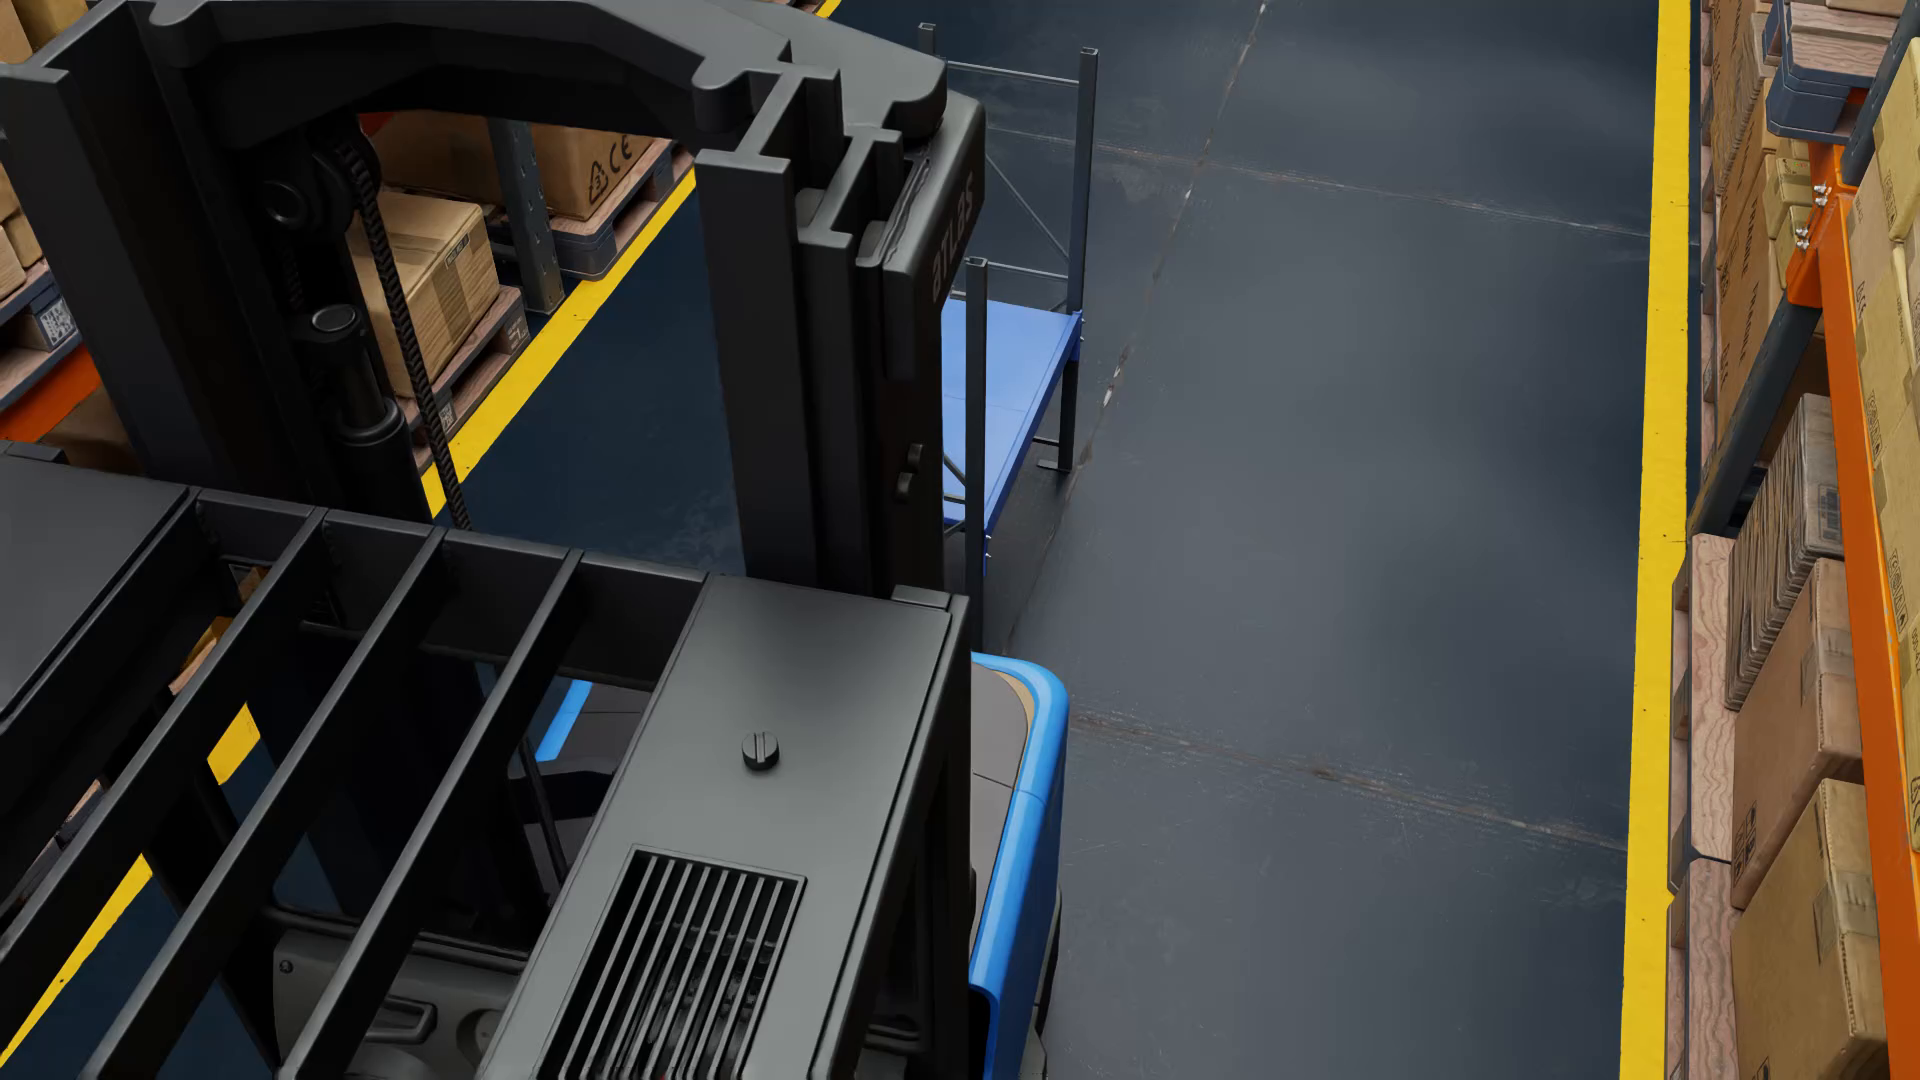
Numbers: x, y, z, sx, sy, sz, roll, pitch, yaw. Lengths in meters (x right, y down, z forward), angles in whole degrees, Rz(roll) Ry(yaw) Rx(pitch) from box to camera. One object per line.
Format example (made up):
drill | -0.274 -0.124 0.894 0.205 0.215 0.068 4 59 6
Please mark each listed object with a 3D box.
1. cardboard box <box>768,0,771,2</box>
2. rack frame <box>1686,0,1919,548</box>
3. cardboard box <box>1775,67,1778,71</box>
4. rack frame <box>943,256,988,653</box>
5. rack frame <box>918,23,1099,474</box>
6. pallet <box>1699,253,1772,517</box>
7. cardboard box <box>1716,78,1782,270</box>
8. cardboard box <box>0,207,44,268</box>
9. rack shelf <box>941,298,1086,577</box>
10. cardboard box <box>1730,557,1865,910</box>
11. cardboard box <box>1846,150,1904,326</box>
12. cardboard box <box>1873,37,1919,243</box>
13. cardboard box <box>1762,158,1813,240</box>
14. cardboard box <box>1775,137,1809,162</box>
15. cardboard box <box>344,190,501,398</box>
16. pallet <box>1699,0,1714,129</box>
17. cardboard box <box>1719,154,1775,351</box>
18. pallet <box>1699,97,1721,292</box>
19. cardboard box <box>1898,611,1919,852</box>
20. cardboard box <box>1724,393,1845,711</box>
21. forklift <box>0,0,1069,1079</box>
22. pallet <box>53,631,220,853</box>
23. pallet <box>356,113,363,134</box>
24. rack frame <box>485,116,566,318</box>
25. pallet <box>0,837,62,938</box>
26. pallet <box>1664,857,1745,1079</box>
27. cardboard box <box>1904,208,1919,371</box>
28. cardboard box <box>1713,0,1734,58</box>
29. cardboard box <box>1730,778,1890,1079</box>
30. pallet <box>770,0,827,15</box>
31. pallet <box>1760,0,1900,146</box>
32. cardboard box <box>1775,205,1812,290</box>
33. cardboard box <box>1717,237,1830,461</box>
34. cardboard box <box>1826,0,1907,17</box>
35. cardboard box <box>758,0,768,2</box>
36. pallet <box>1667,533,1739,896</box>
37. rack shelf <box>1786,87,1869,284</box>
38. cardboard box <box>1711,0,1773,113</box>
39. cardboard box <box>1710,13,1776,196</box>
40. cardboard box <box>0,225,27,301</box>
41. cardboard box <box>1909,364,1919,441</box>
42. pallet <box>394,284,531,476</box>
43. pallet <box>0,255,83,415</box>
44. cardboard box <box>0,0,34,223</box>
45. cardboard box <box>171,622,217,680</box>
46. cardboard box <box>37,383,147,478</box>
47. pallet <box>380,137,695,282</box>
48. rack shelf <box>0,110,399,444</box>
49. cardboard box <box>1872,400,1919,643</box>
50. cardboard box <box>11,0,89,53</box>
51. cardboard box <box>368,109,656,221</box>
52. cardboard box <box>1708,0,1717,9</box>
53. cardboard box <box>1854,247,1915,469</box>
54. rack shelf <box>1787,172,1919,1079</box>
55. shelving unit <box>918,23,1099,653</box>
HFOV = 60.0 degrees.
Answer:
cardboard box | -1.122 -3.055 7.446 0.875 0.875 0.875 14 46 14
rack frame | 2.776 -0.983 4.110 1.000 3.000 0.127 13 46 13
cardboard box | 3.113 -1.732 5.899 0.380 0.149 0.250 11 45 11
rack frame | -0.180 -0.140 4.321 0.500 1.500 0.032 13 46 13
rack frame | 0.128 -0.818 5.014 0.500 1.500 0.032 13 46 13
pallet | 3.038 -0.476 5.585 1.003 0.211 1.213 13 46 13
cardboard box | 3.017 -1.248 5.867 0.500 0.500 0.500 14 46 14
cardboard box | -2.224 -0.774 3.776 0.380 0.149 0.250 11 45 11
rack shelf | -0.026 -0.351 4.793 0.538 0.185 1.000 13 46 13
cardboard box | 2.384 0.566 3.925 0.875 0.625 0.625 14 46 14
cardboard box | 2.409 -0.685 3.913 0.500 0.250 0.500 13 46 13
cardboard box | 2.385 -0.869 3.743 0.500 0.250 0.500 12 46 12
cardboard box | 2.738 -1.043 5.194 0.380 0.149 0.250 10 45 10
cardboard box | 2.859 -1.209 5.364 0.380 0.149 0.250 11 45 11
cardboard box | -2.136 -0.868 5.571 0.950 0.372 0.625 10 45 10
pallet | 3.777 -2.102 7.248 1.003 0.211 1.213 13 46 13
cardboard box | 2.861 -0.898 5.510 0.500 0.500 0.500 12 46 12
pallet | 3.410 -1.286 6.414 1.003 0.211 1.213 13 46 13
cardboard box | 1.944 0.339 2.866 0.500 0.250 0.500 14 46 14
cardboard box | 2.574 0.129 4.372 0.875 0.625 0.625 14 46 14
forklift | -0.583 0.915 2.220 1.130 2.935 3.031 9 45 9
pallet | -2.565 0.296 4.797 1.003 0.211 1.213 13 46 13
pallet | -2.070 -1.466 4.740 1.213 0.211 1.003 13 46 13
rack frame | -1.956 -2.032 5.182 1.000 3.000 0.127 13 46 13
pallet | -2.933 1.112 3.963 1.003 0.211 1.213 13 46 13
pallet | 2.118 1.365 3.704 1.003 0.211 1.213 13 46 13
cardboard box | 2.256 -0.531 3.397 0.500 0.250 0.500 14 46 14
cardboard box | 3.475 -2.274 6.916 0.500 0.500 0.500 12 46 12
cardboard box | 2.180 1.015 3.466 0.875 0.625 0.625 11 45 11
pallet | -1.274 -2.355 7.506 1.003 0.211 1.213 13 46 13
pallet | 2.915 -1.381 4.654 1.213 0.211 1.003 13 46 13
cardboard box | 2.684 -0.854 5.002 0.380 0.149 0.250 10 45 11
cardboard box | 2.699 -0.567 5.172 0.500 0.500 0.500 14 46 14
cardboard box | 2.609 -1.562 4.581 0.380 0.149 0.250 13 46 13
cardboard box | -1.393 -2.459 6.837 0.875 0.875 0.875 13 46 13
pallet | 2.490 0.554 4.533 1.003 0.211 1.213 13 46 13
rack shelf | 3.382 -2.059 5.724 1.077 0.370 4.000 13 46 13
cardboard box | 3.319 -1.942 6.577 0.500 0.500 0.500 11 45 11
cardboard box | 3.156 -1.598 6.225 0.500 0.500 0.500 11 45 11
cardboard box | -2.277 -0.590 3.588 0.380 0.149 0.250 14 46 14
cardboard box | 2.081 -0.185 3.045 0.500 0.250 0.500 11 46 11
pallet | -2.194 -0.515 5.625 1.003 0.211 1.213 13 46 13
pallet | -2.516 -0.635 3.891 1.003 0.211 1.213 13 46 13
cardboard box | -2.292 -0.915 3.456 0.500 0.500 0.500 11 45 11
cardboard box | -2.587 0.130 4.551 0.950 0.372 0.625 14 46 14
cardboard box | -2.352 -0.375 5.067 0.950 0.372 0.625 12 46 12
pallet | -1.645 -1.545 6.678 1.003 0.211 1.213 13 46 13
rack shelf | -2.561 -0.442 4.071 1.077 0.370 4.000 13 46 13
cardboard box | 2.103 -0.006 3.219 0.500 0.250 0.500 11 45 11
cardboard box | -2.126 -1.278 3.827 0.500 0.500 0.500 10 45 10
cardboard box | -1.667 -1.865 6.230 0.875 0.875 0.875 12 46 12
cardboard box | 3.627 -2.631 7.281 0.500 0.500 0.500 14 46 14
cardboard box | 2.252 -0.351 3.571 0.500 0.250 0.500 12 46 12
rack shelf | 2.171 0.607 2.999 1.077 0.370 4.000 13 46 13
shelving unit | -0.026 -0.479 4.667 0.538 1.500 1.048 13 46 13
